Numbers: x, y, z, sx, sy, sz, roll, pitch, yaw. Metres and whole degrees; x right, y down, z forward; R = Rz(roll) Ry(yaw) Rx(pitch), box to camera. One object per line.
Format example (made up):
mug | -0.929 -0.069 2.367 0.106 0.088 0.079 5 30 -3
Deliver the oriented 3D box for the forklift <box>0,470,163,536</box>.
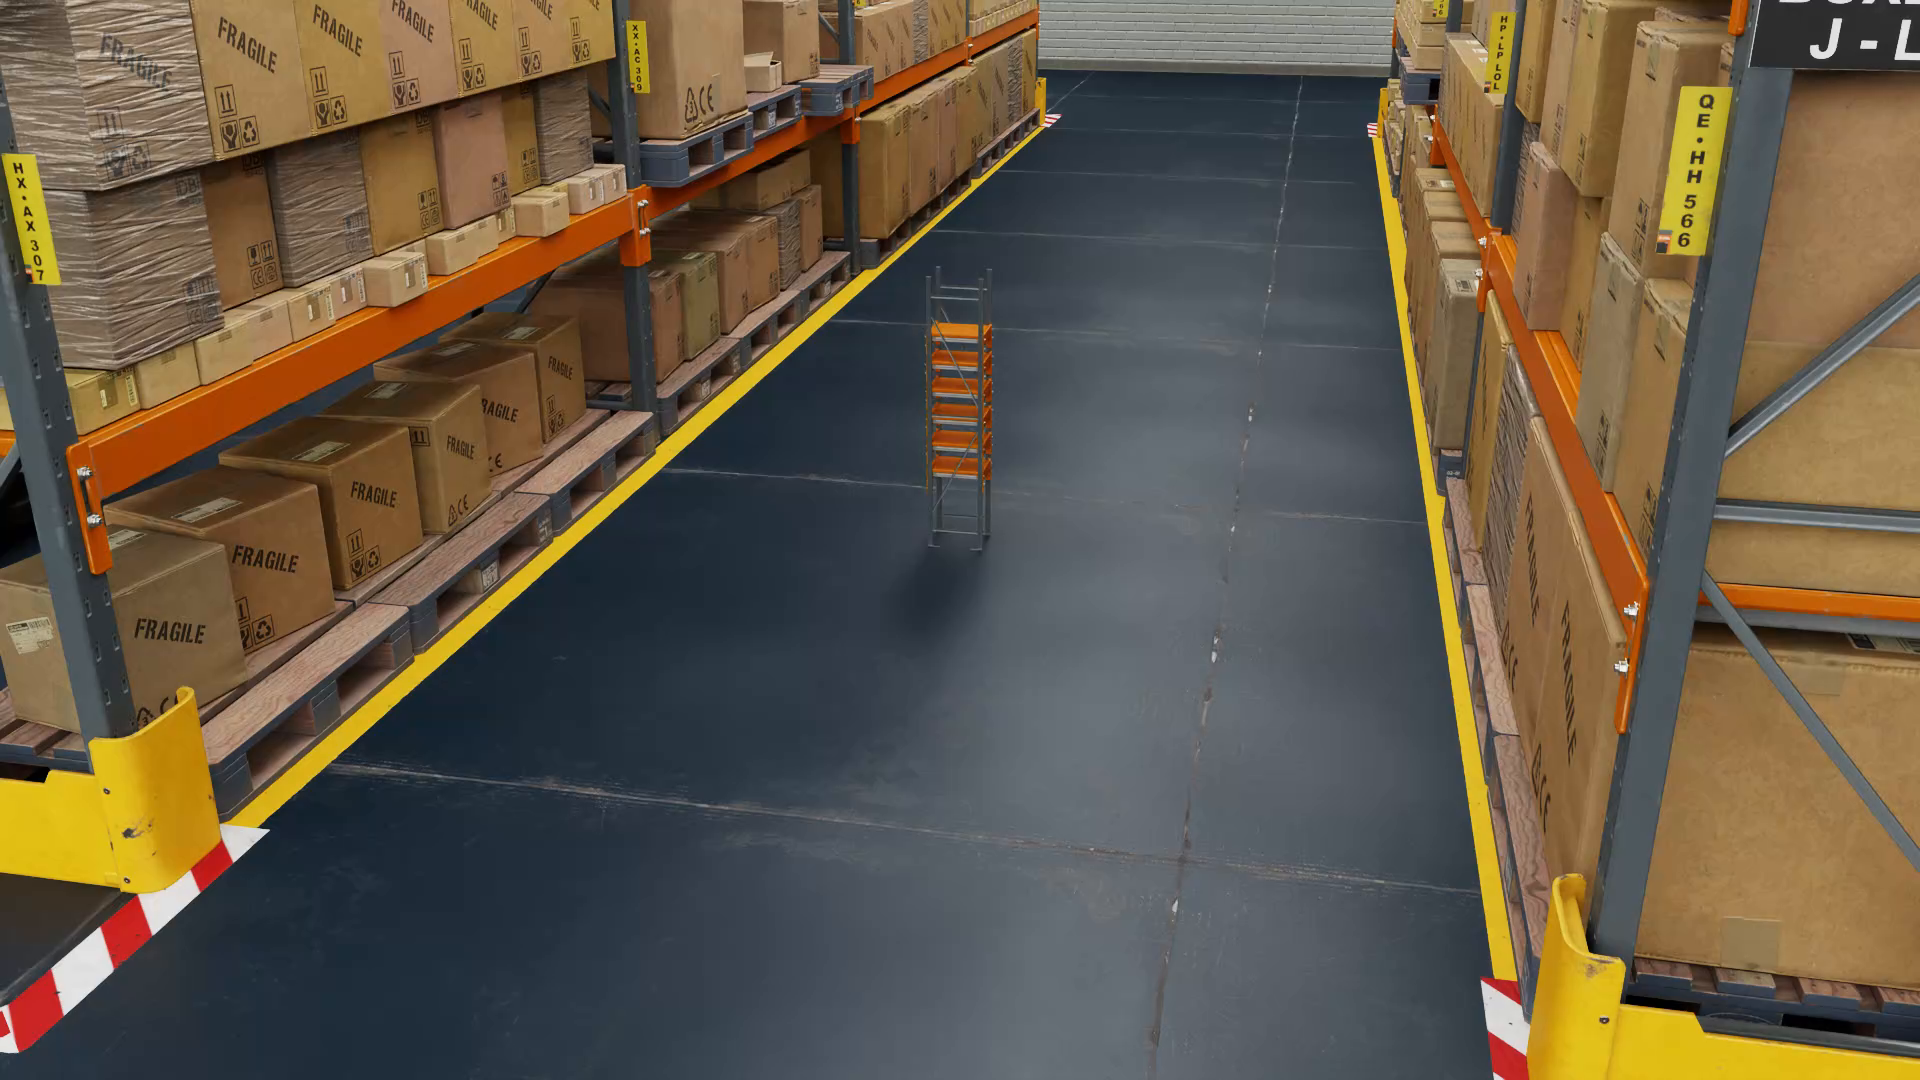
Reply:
forklift | -4.520 -1.631 7.480 1.130 2.935 3.031 5 23 13

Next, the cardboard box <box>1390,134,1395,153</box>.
cardboard box | 4.377 -3.837 16.119 0.380 0.149 0.250 4 22 11

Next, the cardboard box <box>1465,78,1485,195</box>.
cardboard box | 2.735 -1.933 8.005 0.500 0.500 0.500 4 22 10

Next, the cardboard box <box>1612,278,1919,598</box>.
cardboard box | 2.002 -0.237 3.725 0.875 0.550 0.550 4 22 11

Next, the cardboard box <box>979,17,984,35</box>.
cardboard box | 0.024 -4.894 15.826 0.380 0.149 0.250 4 22 9

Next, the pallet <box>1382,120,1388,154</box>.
pallet | 5.020 -4.264 17.658 1.003 0.211 1.213 4 22 11

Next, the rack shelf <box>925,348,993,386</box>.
rack shelf | -0.003 -0.733 7.043 0.258 0.103 0.180 4 22 11

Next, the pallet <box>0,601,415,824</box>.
pallet | -2.648 0.528 5.759 1.003 0.211 1.213 4 22 11

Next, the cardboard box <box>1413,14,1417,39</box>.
cardboard box | 3.362 -3.579 11.602 0.380 0.149 0.250 5 22 12

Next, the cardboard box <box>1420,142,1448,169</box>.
cardboard box | 3.486 -2.607 11.591 0.500 0.250 0.500 4 22 10

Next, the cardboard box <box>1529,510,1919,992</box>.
cardboard box | 2.044 0.510 4.354 0.875 0.875 0.875 5 22 11

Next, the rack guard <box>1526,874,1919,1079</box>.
rack guard | 1.966 1.140 3.853 1.175 0.500 0.348 4 22 11

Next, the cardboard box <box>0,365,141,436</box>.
cardboard box | -2.573 -0.412 4.699 0.380 0.149 0.250 4 22 11

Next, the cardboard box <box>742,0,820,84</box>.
cardboard box | -1.319 -3.198 10.582 0.700 0.500 0.500 8 23 19

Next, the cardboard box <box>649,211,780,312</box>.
cardboard box | -1.559 -1.755 10.453 0.700 0.500 0.500 6 23 15

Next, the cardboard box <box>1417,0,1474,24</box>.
cardboard box | 3.254 -3.522 11.062 0.380 0.149 0.250 4 22 9

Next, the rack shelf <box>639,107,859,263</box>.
rack shelf | -1.640 -2.304 10.021 1.077 0.370 4.000 4 22 11

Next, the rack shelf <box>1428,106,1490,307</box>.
rack shelf | 3.195 -1.889 8.991 1.077 0.370 4.000 4 22 11

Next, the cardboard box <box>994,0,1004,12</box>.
cardboard box | 0.143 -5.423 16.607 0.500 0.250 0.500 5 22 12

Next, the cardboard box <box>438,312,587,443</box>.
cardboard box | -2.169 -0.798 8.103 0.500 0.500 0.500 4 22 9

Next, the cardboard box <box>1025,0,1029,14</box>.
cardboard box | 0.546 -5.835 18.164 0.380 0.149 0.250 5 22 11

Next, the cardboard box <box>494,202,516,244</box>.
cardboard box | -2.096 -1.329 6.976 0.380 0.149 0.250 4 22 11

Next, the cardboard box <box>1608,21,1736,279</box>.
cardboard box | 2.106 -0.939 4.024 0.875 0.550 0.550 4 22 11

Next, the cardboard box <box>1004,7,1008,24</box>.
cardboard box | 0.287 -5.368 17.004 0.380 0.149 0.250 4 22 9

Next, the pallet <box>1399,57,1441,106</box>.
pallet | 3.644 -3.133 11.375 1.213 0.211 1.003 4 22 11

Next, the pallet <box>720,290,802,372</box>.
pallet | -1.644 -1.345 10.410 1.003 0.211 1.213 4 22 11

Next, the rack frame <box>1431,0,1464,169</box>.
rack frame | 3.603 -2.954 10.672 1.000 3.000 0.127 4 22 11

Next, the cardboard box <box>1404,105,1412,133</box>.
cardboard box | 4.010 -3.550 13.932 0.500 0.250 0.500 3 22 9

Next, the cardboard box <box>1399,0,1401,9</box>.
cardboard box | 3.889 -4.524 13.947 0.380 0.149 0.250 5 22 12

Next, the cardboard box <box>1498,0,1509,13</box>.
cardboard box | 3.193 -2.741 8.671 0.700 0.500 0.500 4 22 10

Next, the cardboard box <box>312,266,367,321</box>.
cardboard box | -2.324 -0.870 5.835 0.380 0.149 0.250 4 22 11

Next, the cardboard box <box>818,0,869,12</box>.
cardboard box | -1.067 -4.147 12.158 0.797 0.503 0.637 5 23 13

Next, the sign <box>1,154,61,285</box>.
sign | -2.333 -0.803 4.174 0.100 0.325 0.005 4 22 11

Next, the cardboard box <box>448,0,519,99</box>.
cardboard box | -2.074 -2.003 6.441 0.500 0.500 0.500 4 22 11

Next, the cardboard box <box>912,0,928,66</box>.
cardboard box | -0.558 -4.131 13.462 0.500 0.500 0.500 5 22 11

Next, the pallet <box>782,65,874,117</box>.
pallet | -1.273 -3.011 11.071 1.213 0.211 1.003 4 22 11

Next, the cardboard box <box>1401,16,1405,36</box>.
cardboard box | 3.731 -4.101 13.296 0.380 0.149 0.250 5 22 11

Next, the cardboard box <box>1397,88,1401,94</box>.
cardboard box | 4.711 -4.573 17.150 0.380 0.149 0.250 3 22 8

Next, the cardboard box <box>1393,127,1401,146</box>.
cardboard box | 4.253 -3.766 15.544 0.380 0.149 0.250 4 22 9

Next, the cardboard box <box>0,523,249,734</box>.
cardboard box | -2.720 0.295 5.391 0.500 0.500 0.500 9 24 21

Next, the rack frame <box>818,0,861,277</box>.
rack frame | -1.232 -3.369 11.703 1.000 3.000 0.127 4 22 11

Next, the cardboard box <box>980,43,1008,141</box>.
cardboard box | -0.019 -4.605 17.055 0.875 0.875 0.875 4 22 11

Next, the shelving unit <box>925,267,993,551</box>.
shelving unit | -0.003 -0.551 7.116 0.258 1.200 0.189 4 22 11

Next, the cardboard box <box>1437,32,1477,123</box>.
cardboard box | 3.247 -2.856 10.297 0.500 0.500 0.500 5 22 12

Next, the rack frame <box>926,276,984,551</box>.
rack frame | -0.022 -0.518 7.033 0.240 1.200 0.006 4 22 11

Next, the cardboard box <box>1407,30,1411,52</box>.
cardboard box | 3.466 -3.622 12.105 0.380 0.149 0.250 3 22 9

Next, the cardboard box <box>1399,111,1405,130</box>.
cardboard box | 4.294 -3.903 15.487 0.380 0.149 0.250 4 22 10

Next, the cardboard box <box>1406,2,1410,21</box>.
cardboard box | 3.626 -4.044 12.754 0.380 0.149 0.250 4 22 10

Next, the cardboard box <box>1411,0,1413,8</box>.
cardboard box | 3.520 -3.995 12.235 0.380 0.149 0.250 6 23 14

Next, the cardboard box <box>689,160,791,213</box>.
cardboard box | -1.438 -2.319 10.850 0.500 0.250 0.500 7 23 17

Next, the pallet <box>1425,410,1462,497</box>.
pallet | 2.871 -0.485 8.276 1.003 0.211 1.213 4 22 11

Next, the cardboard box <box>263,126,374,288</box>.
cardboard box | -2.596 -1.198 5.781 0.875 0.500 0.500 4 22 11
